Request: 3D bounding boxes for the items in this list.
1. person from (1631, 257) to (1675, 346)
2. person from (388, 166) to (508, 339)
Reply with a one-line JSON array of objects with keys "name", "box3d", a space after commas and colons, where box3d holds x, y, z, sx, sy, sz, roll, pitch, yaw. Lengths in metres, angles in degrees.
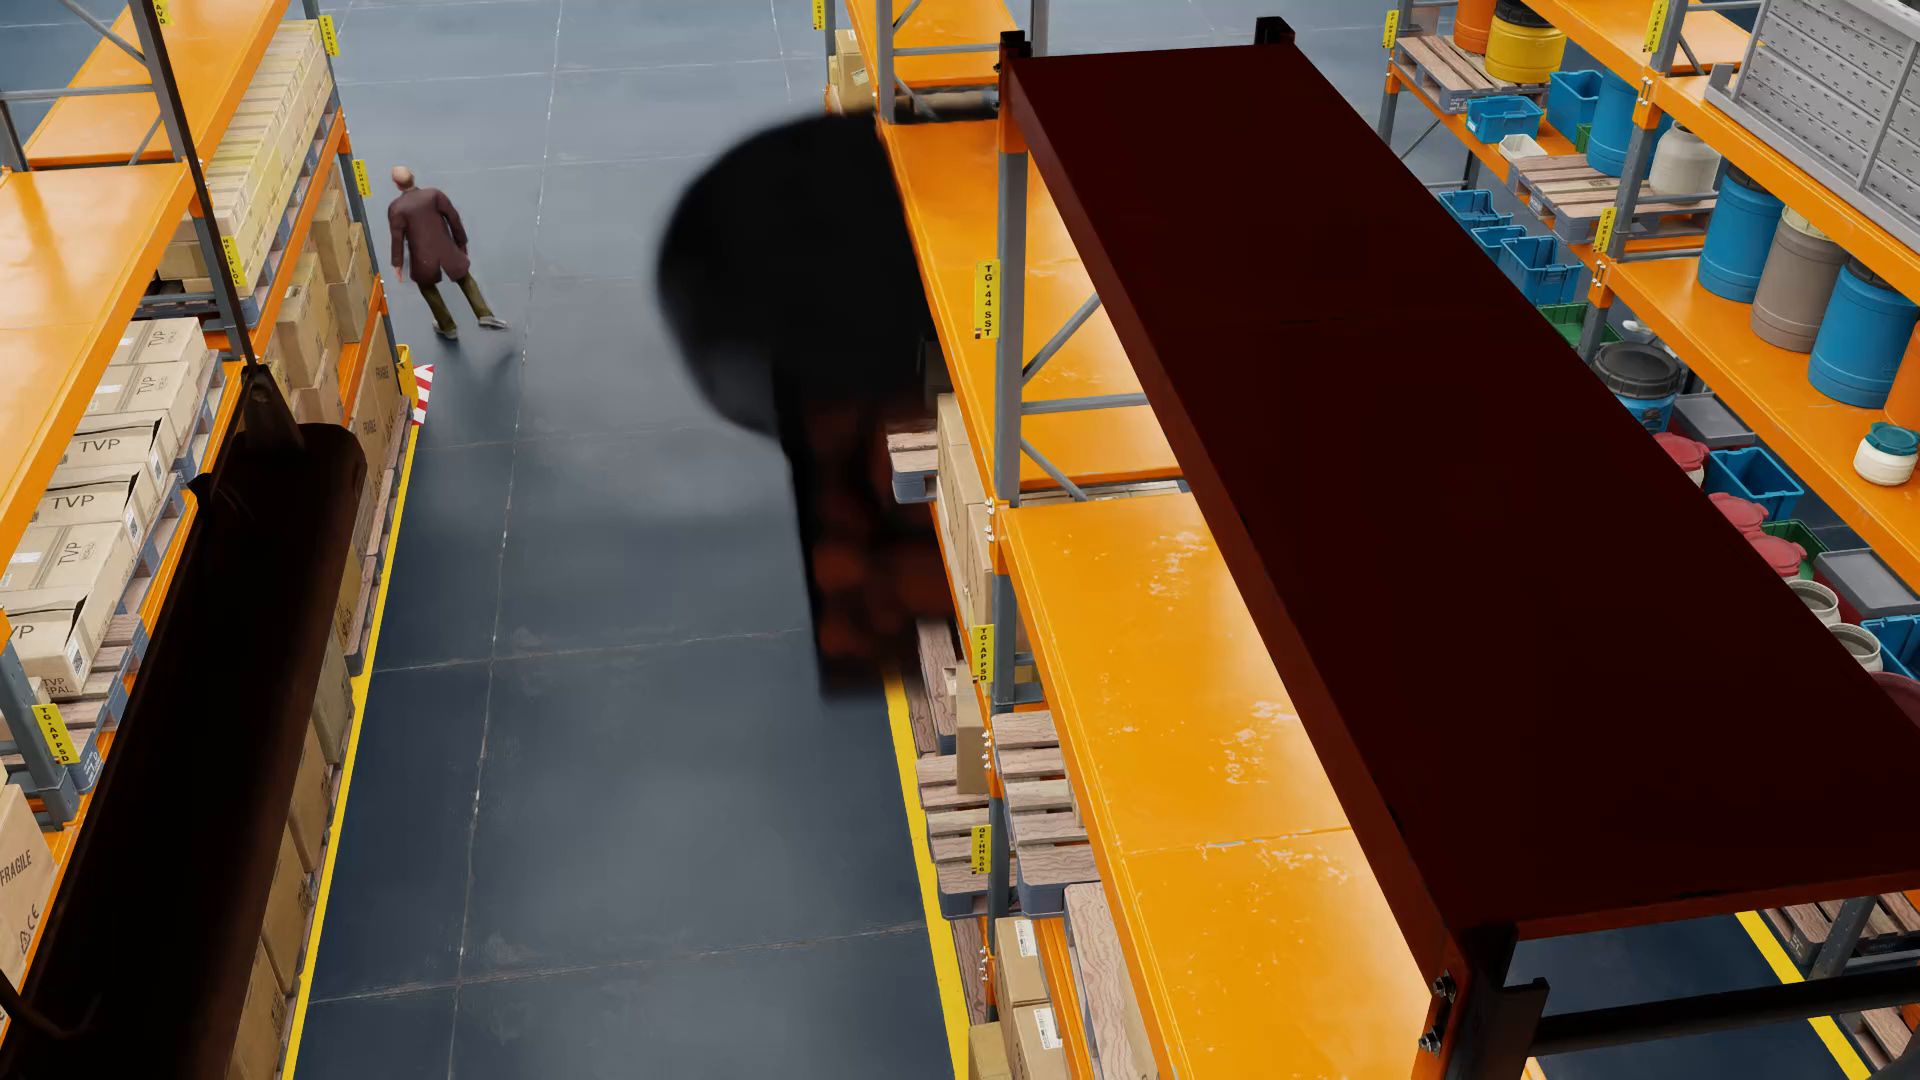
[{"name": "person", "box3d": [6.406, -2.567, 15.223, 0.799, 1.449, 0.541, 23, 42, 28]}, {"name": "person", "box3d": [-4.875, -2.654, 15.636, 0.882, 1.688, 0.766, -21, 41, -26]}]
